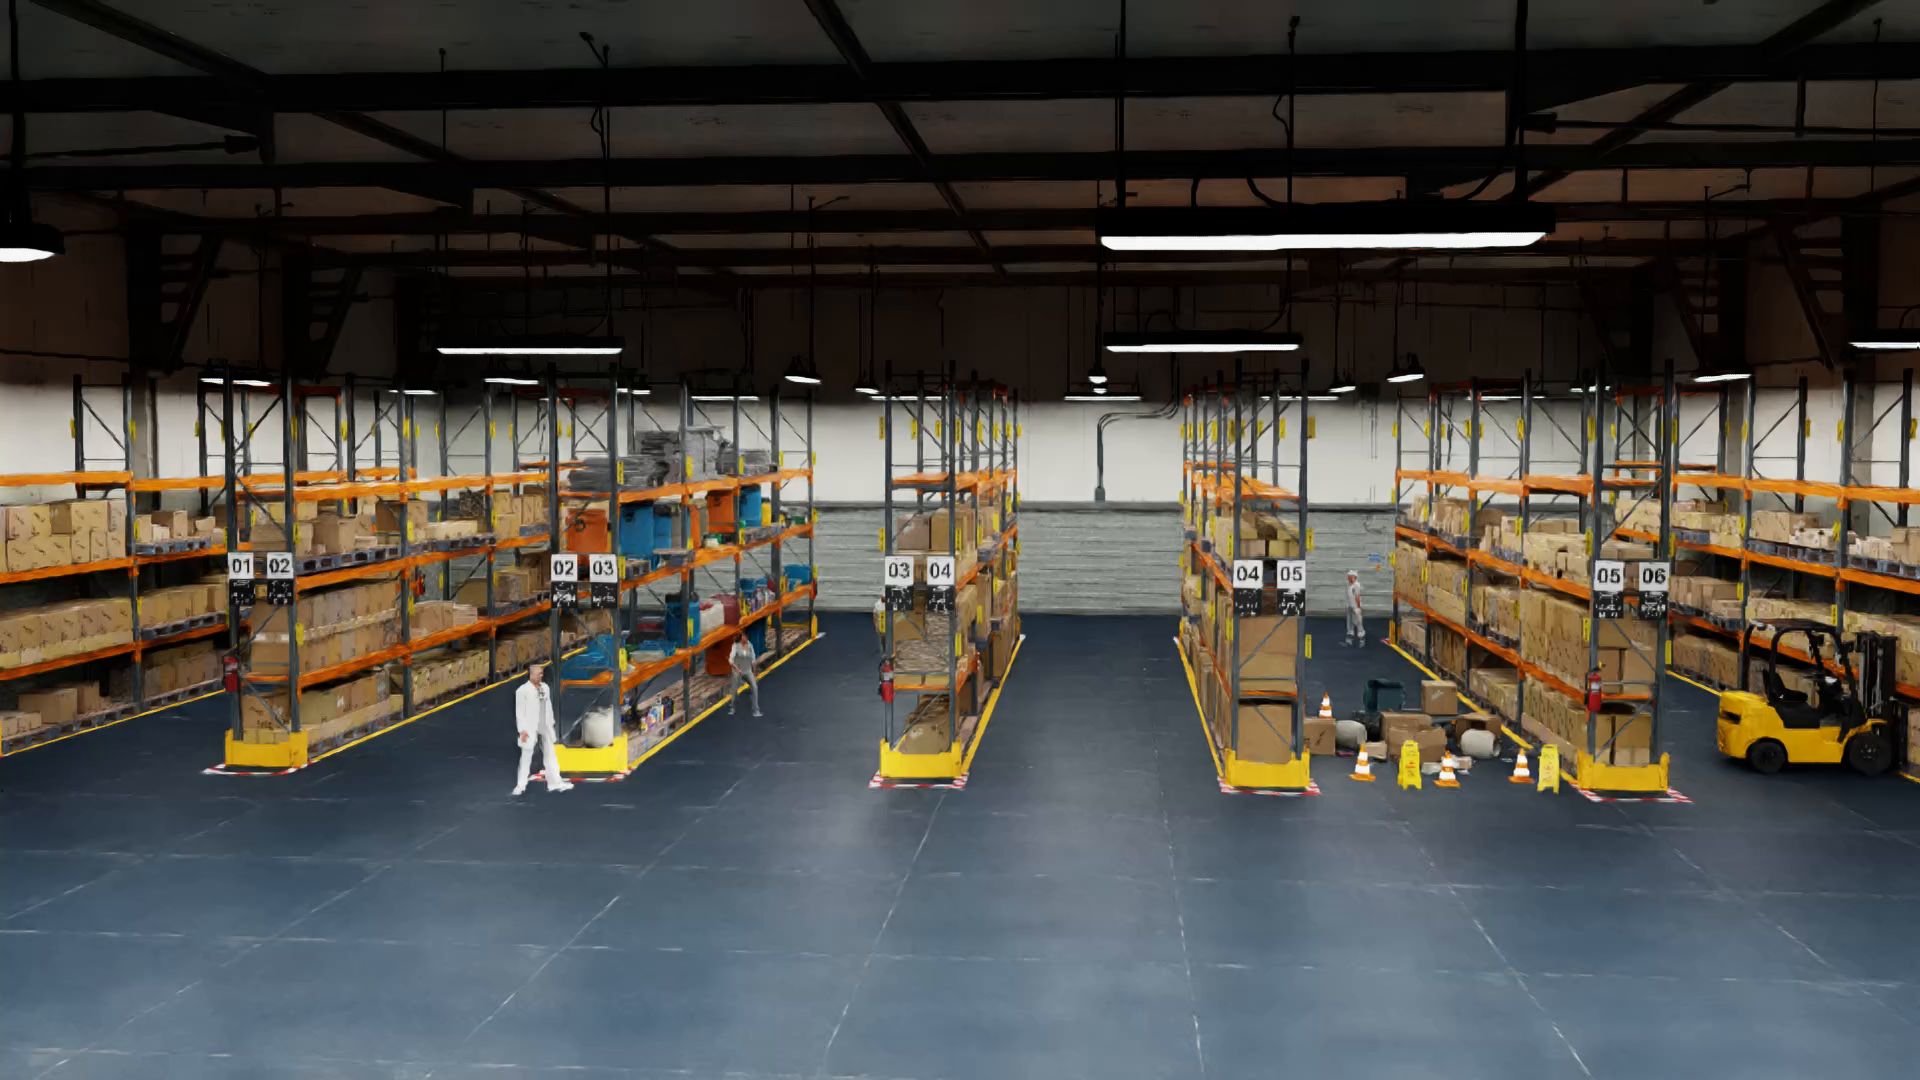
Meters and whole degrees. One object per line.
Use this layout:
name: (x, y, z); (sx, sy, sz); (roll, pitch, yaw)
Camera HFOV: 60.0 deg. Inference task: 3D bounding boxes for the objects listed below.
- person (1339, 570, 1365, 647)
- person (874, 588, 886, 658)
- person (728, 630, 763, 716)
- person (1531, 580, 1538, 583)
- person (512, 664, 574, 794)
person: (9.101, 1.578, 38.460); (0.508, 1.789, 0.657); (0, 4, -6)
person: (-1.627, 1.828, 36.045); (0.497, 1.583, 1.090); (1, 4, 8)
person: (-3.796, 2.330, 29.092); (0.551, 1.504, 0.737); (-1, 4, -19)
person: (12.836, 1.775, 37.192); (0.540, 1.544, 0.591); (2, 4, 24)
person: (-5.808, 2.592, 22.915); (0.579, 1.774, 0.766); (3, 5, 40)
